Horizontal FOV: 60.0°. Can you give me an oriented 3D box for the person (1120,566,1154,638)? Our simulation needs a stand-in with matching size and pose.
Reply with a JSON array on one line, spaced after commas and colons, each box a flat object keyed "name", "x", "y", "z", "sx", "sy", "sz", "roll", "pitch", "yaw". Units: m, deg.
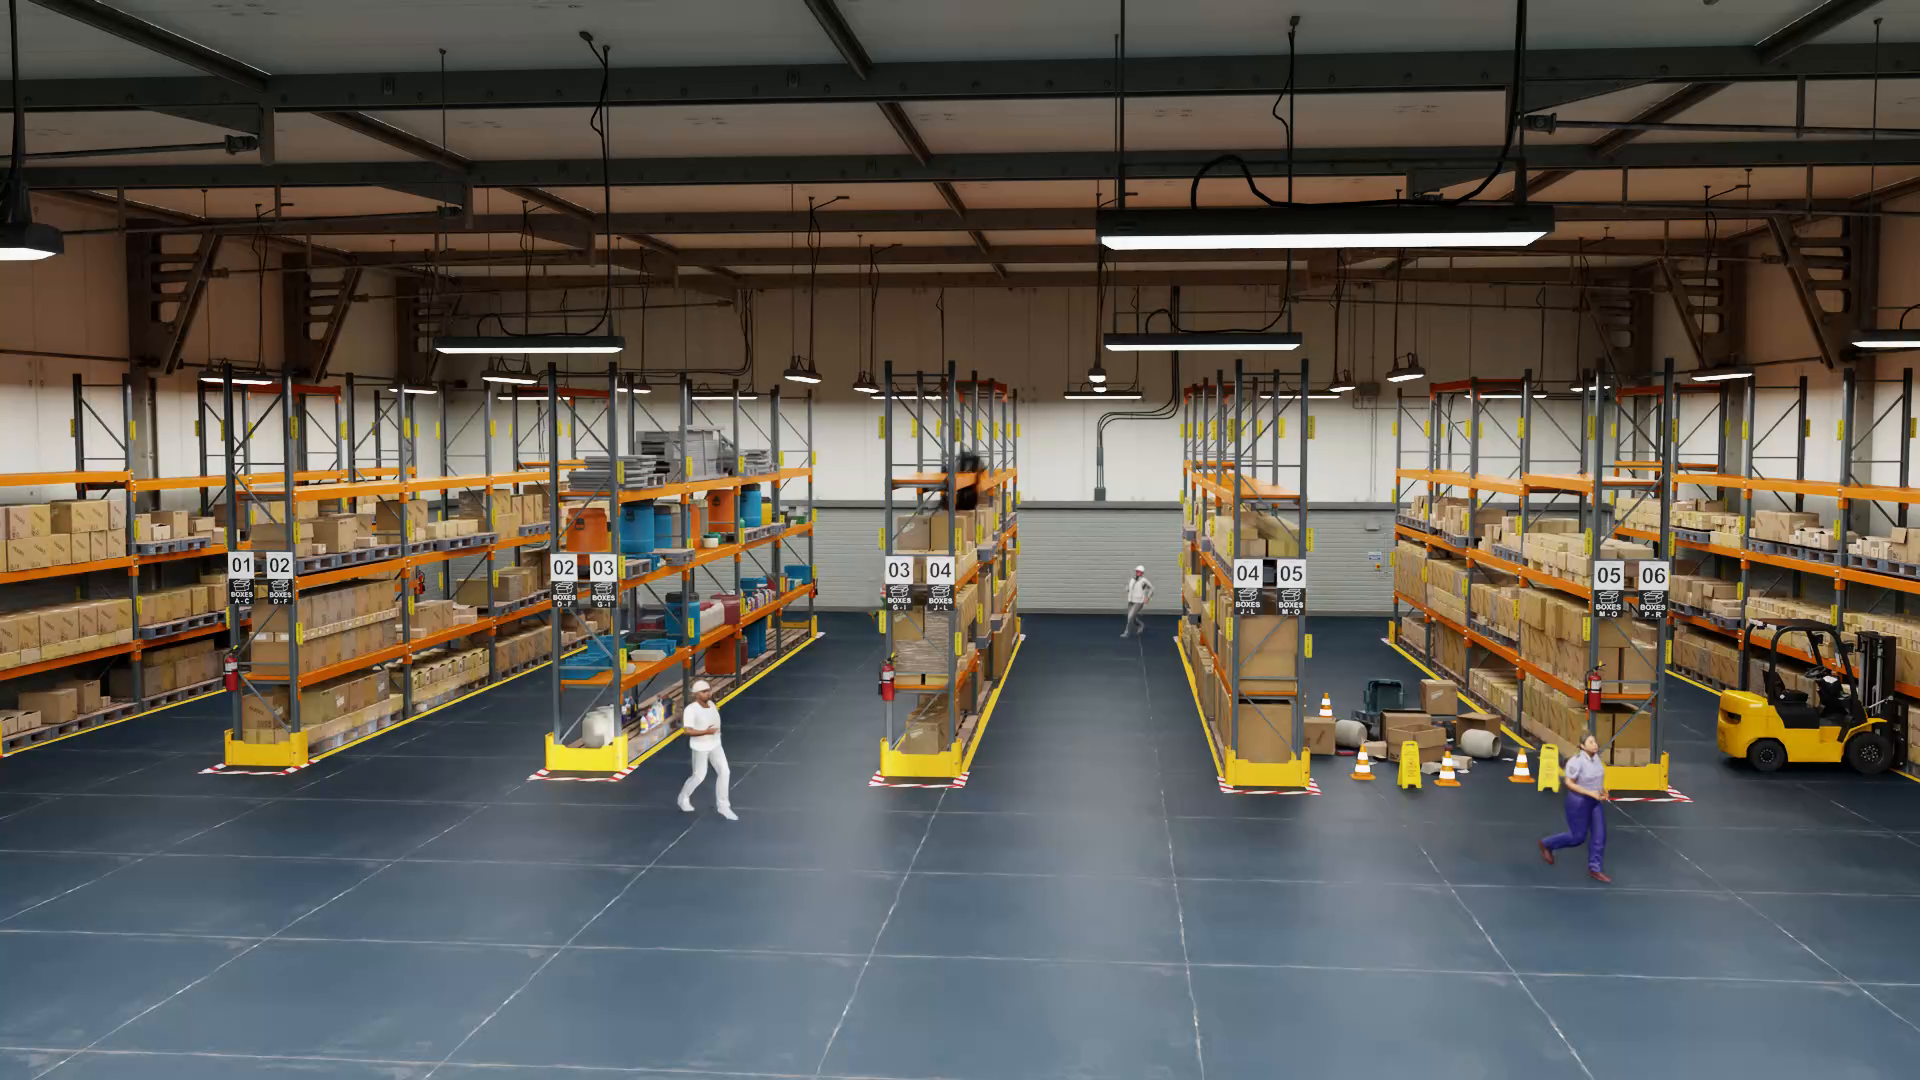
[{"name": "person", "x": 4.239, "y": 1.483, "z": 40.111, "sx": 0.924, "sy": 1.731, "sz": 0.705, "roll": -3, "pitch": 5, "yaw": -41}]

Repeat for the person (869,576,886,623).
[{"name": "person", "x": -1.891, "y": 1.421, "z": 41.566, "sx": 0.819, "sy": 1.726, "sz": 0.648, "roll": 1, "pitch": 4, "yaw": 10}]

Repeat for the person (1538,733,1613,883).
[{"name": "person", "x": 6.980, "y": 2.975, "z": 18.693, "sx": 0.615, "sy": 1.647, "sz": 0.828, "roll": -3, "pitch": 5, "yaw": -34}]

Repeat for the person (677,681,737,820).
[{"name": "person", "x": -3.281, "y": 2.705, "z": 21.550, "sx": 0.900, "sy": 1.779, "sz": 0.704, "roll": 3, "pitch": 5, "yaw": 39}]

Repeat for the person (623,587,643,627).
[{"name": "person", "x": -8.276, "y": 1.460, "z": 41.879, "sx": 0.612, "sy": 1.553, "sz": 0.501, "roll": 4, "pitch": 5, "yaw": 43}]
